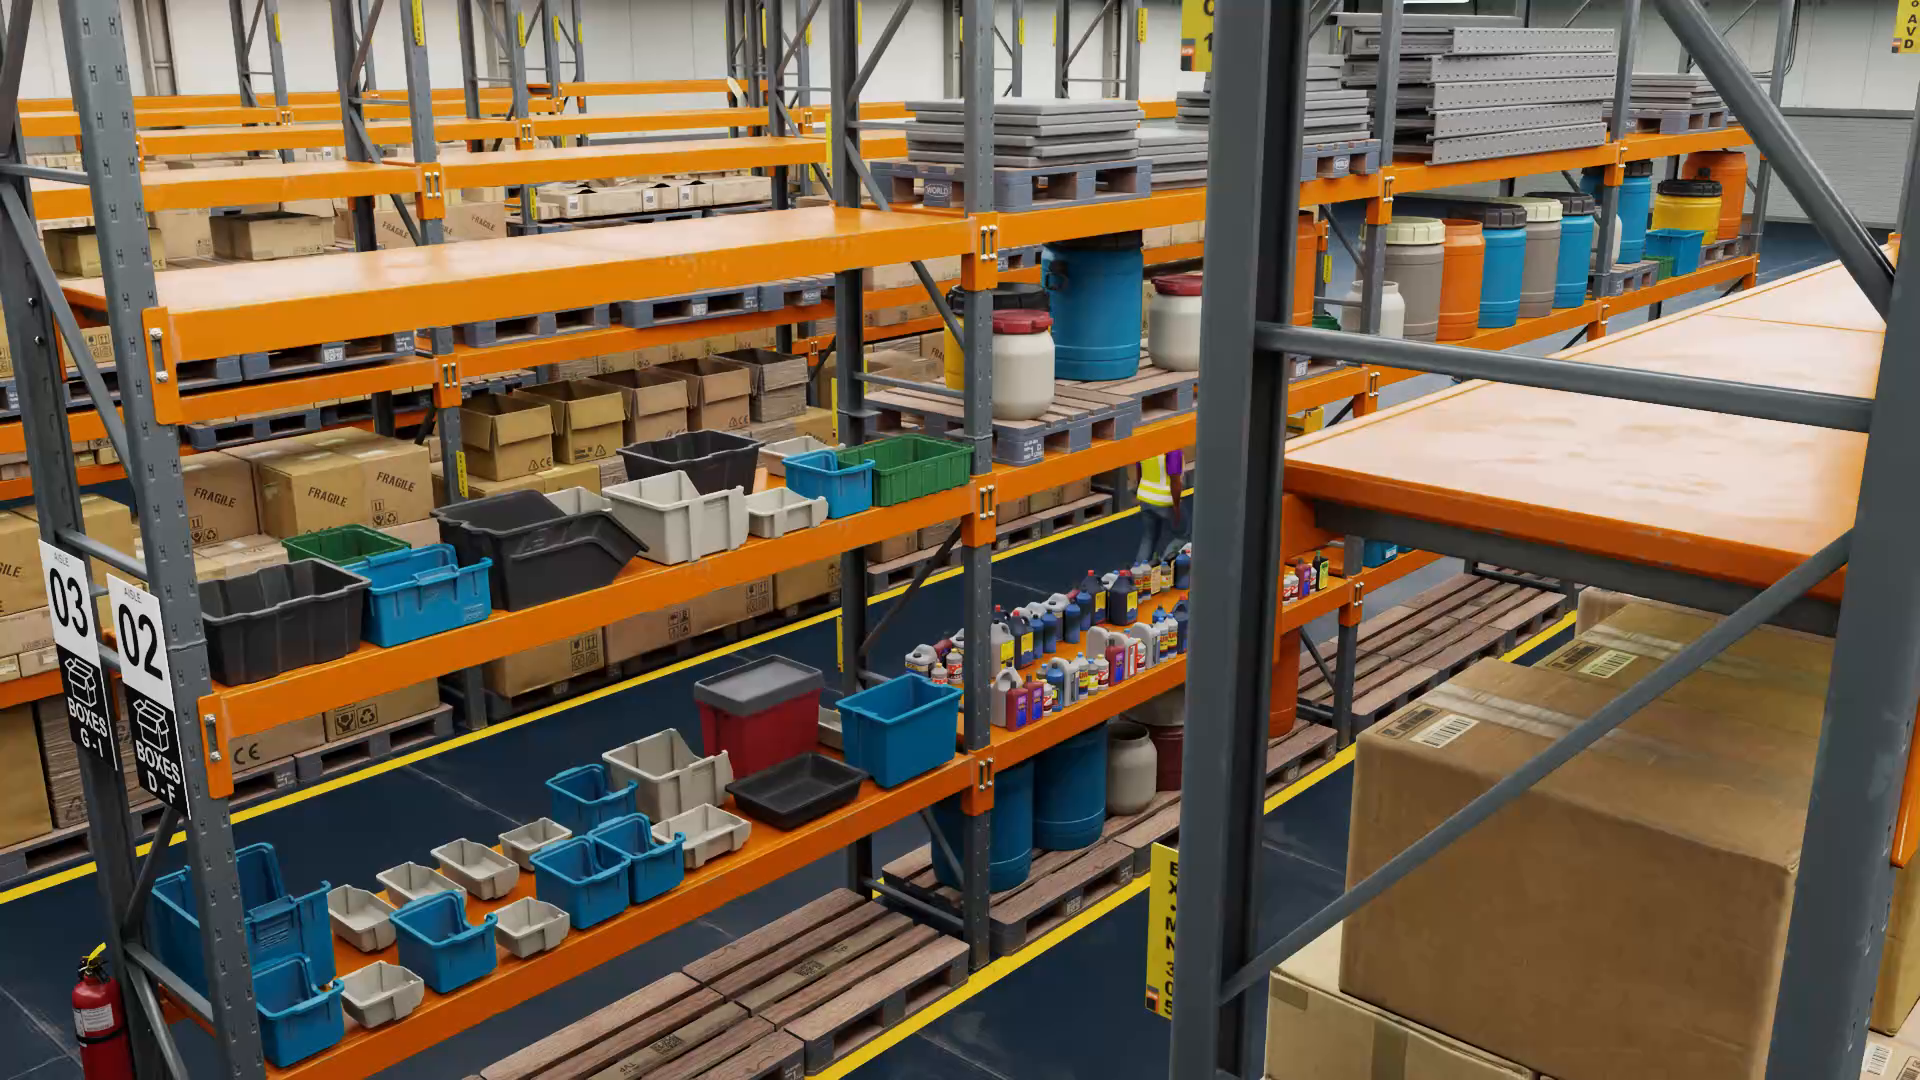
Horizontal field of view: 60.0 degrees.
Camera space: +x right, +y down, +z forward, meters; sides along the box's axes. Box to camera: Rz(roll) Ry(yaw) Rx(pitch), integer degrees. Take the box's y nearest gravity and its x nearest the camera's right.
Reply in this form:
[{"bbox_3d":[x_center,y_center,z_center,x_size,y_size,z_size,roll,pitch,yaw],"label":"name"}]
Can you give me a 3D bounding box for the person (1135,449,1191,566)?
[{"bbox_3d":[1.822,-0.339,15.071,0.495,1.782,0.606,-14,22,-38],"label":"person"}]
